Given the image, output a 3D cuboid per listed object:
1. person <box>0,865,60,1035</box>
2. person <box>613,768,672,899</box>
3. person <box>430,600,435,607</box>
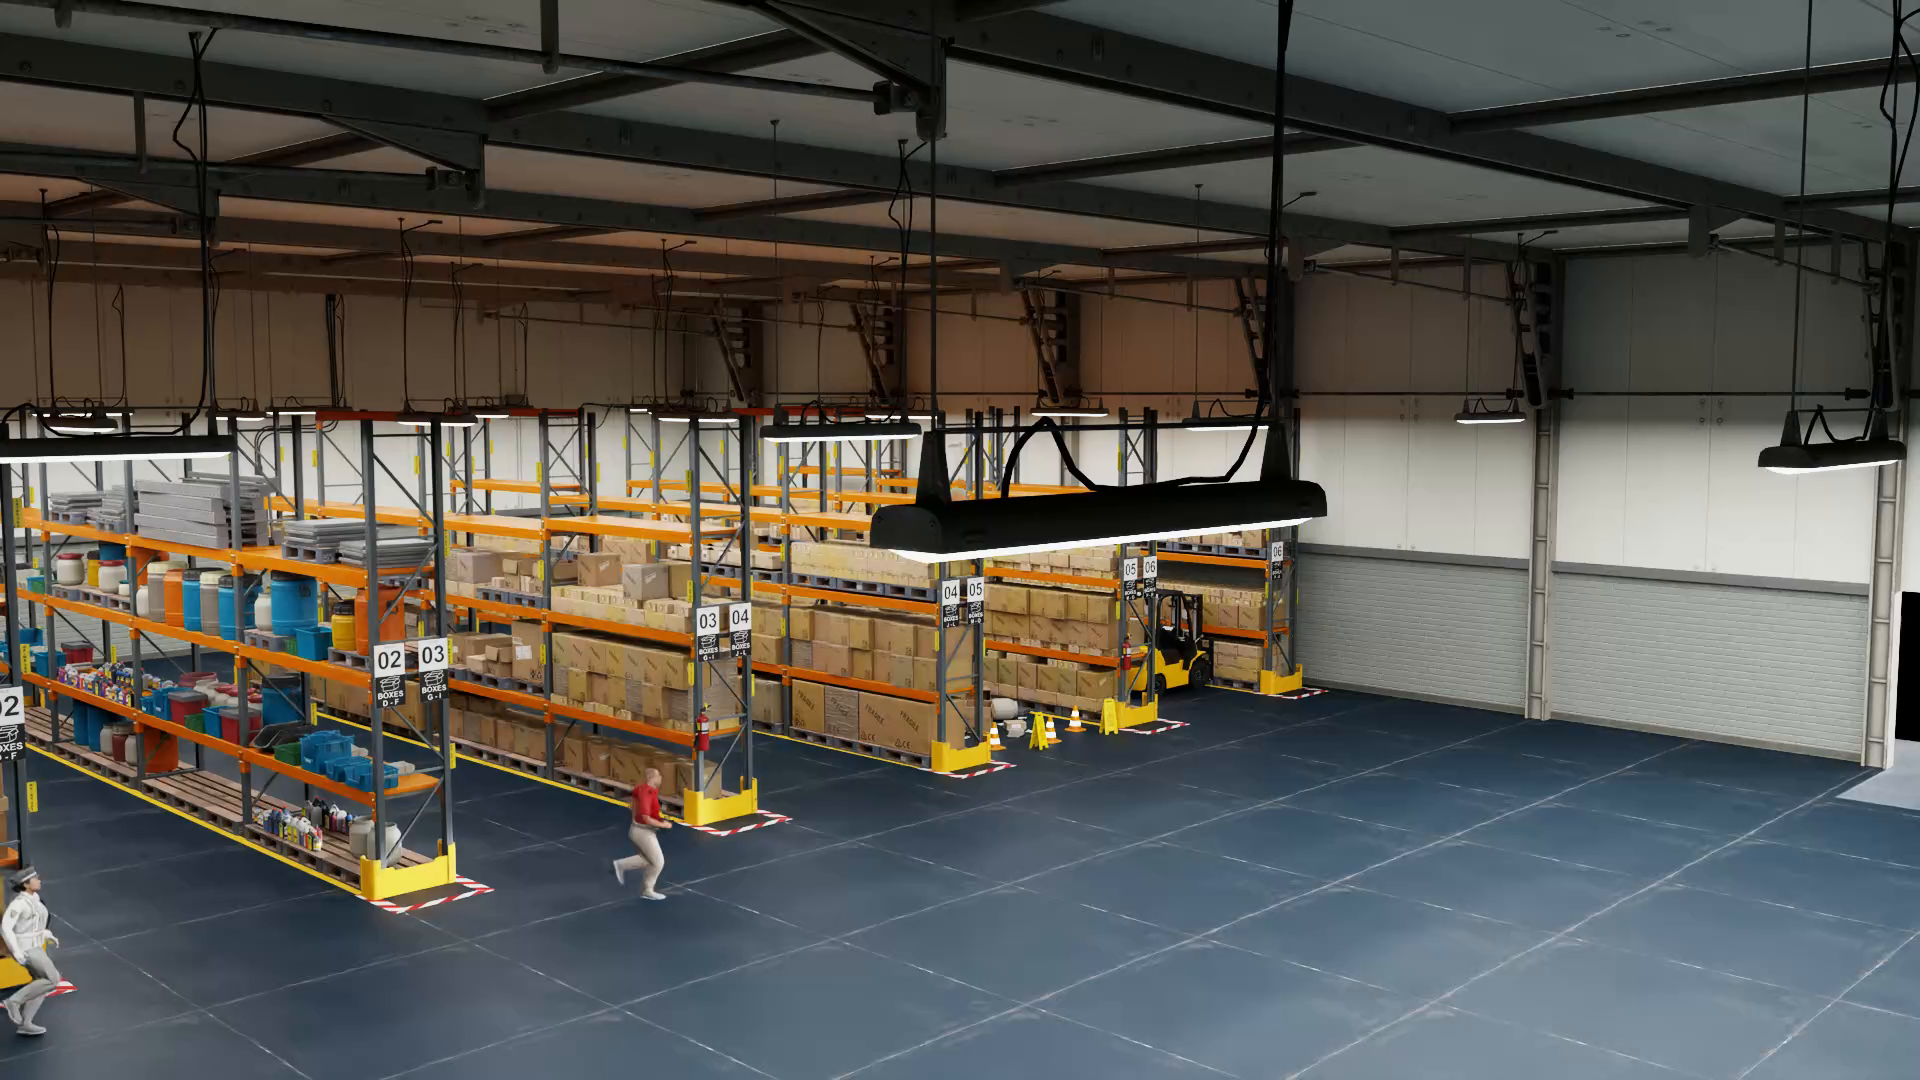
[{"bbox_3d":[-9.230,4.057,16.580,0.499,1.622,0.644,-1,5,-15],"label":"person"},{"bbox_3d":[-3.952,3.679,20.763,0.692,1.689,0.699,-2,5,-18],"label":"person"},{"bbox_3d":[-12.699,1.960,39.994,0.682,1.754,0.686,-3,6,-32],"label":"person"}]
